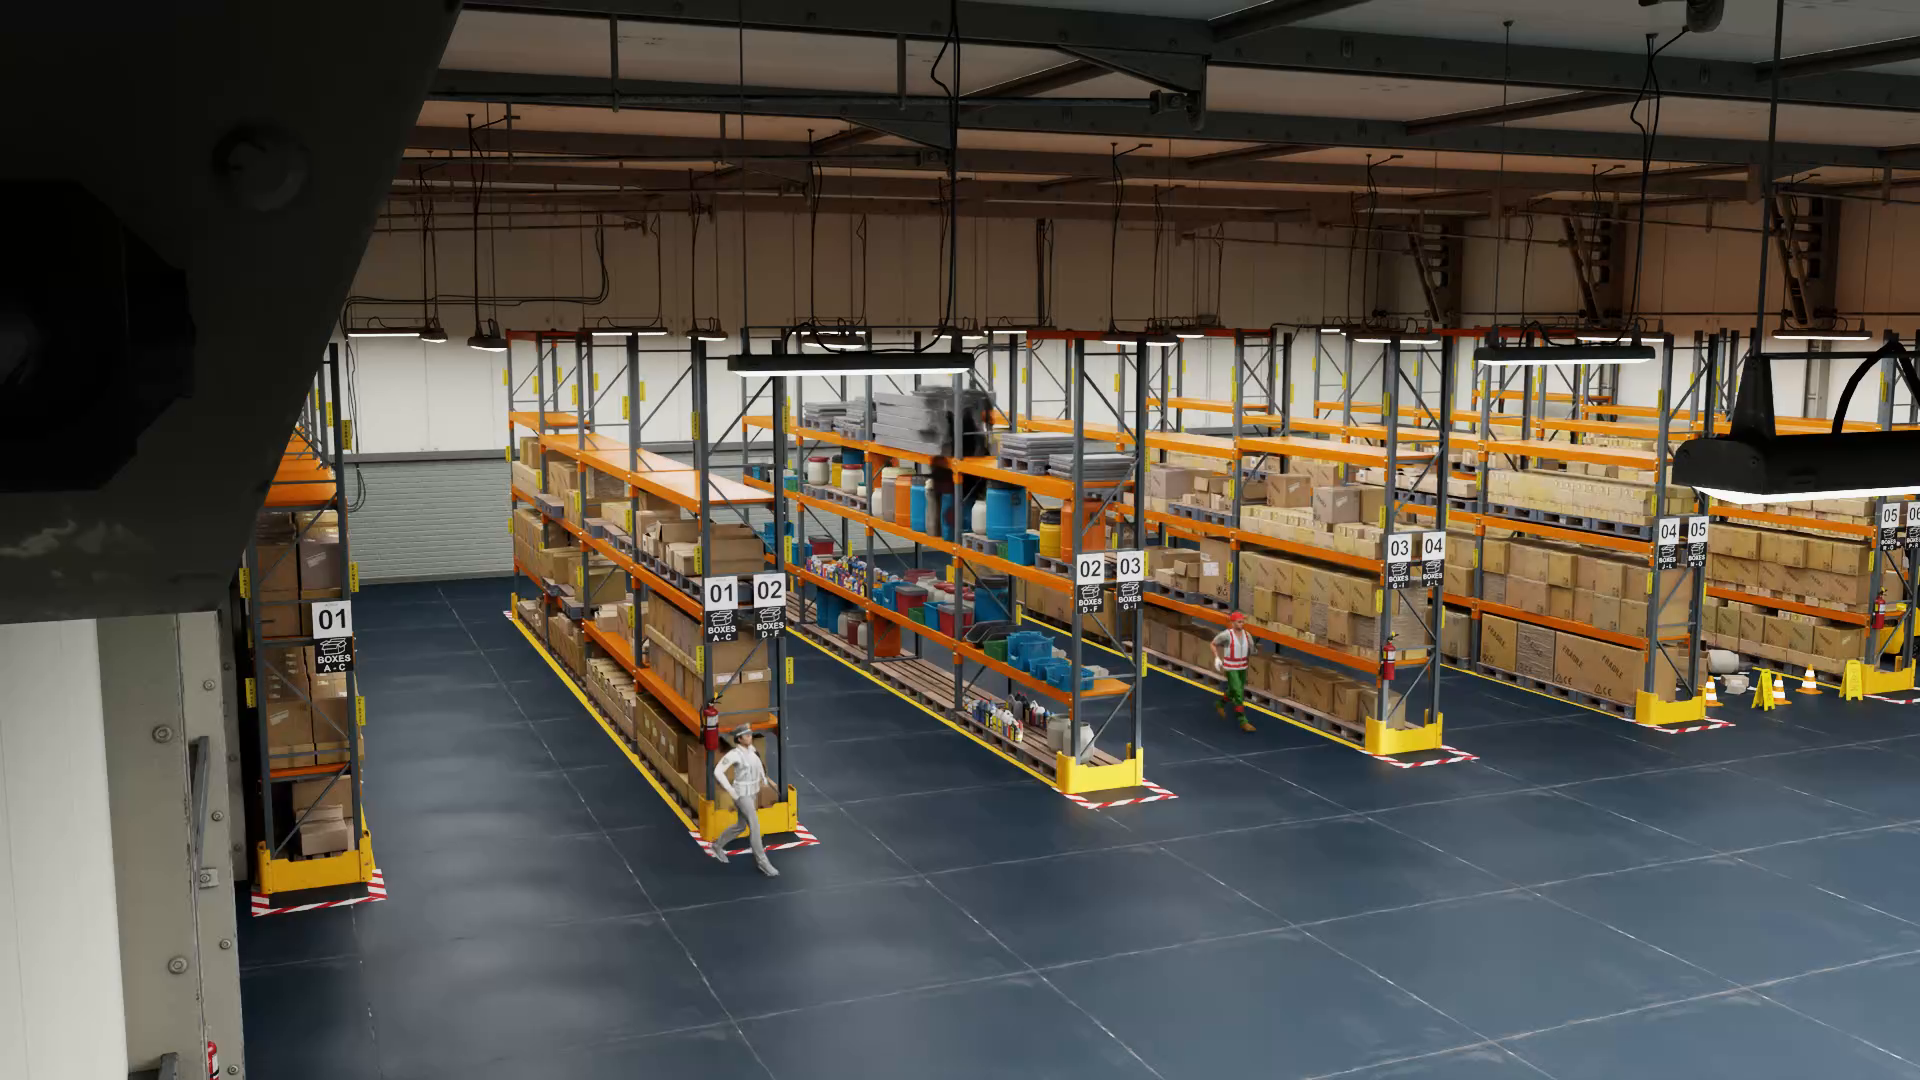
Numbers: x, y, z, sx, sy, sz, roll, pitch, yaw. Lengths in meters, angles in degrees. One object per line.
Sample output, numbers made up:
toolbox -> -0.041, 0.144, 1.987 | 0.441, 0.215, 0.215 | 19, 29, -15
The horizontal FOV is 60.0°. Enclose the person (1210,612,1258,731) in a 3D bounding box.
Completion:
person -> 4.196, 1.965, 25.423 | 0.661, 1.769, 0.993 | -5, 9, -31

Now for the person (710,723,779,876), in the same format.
person -> -2.448, 2.925, 18.977 | 0.898, 1.719, 0.656 | 2, 8, 18
